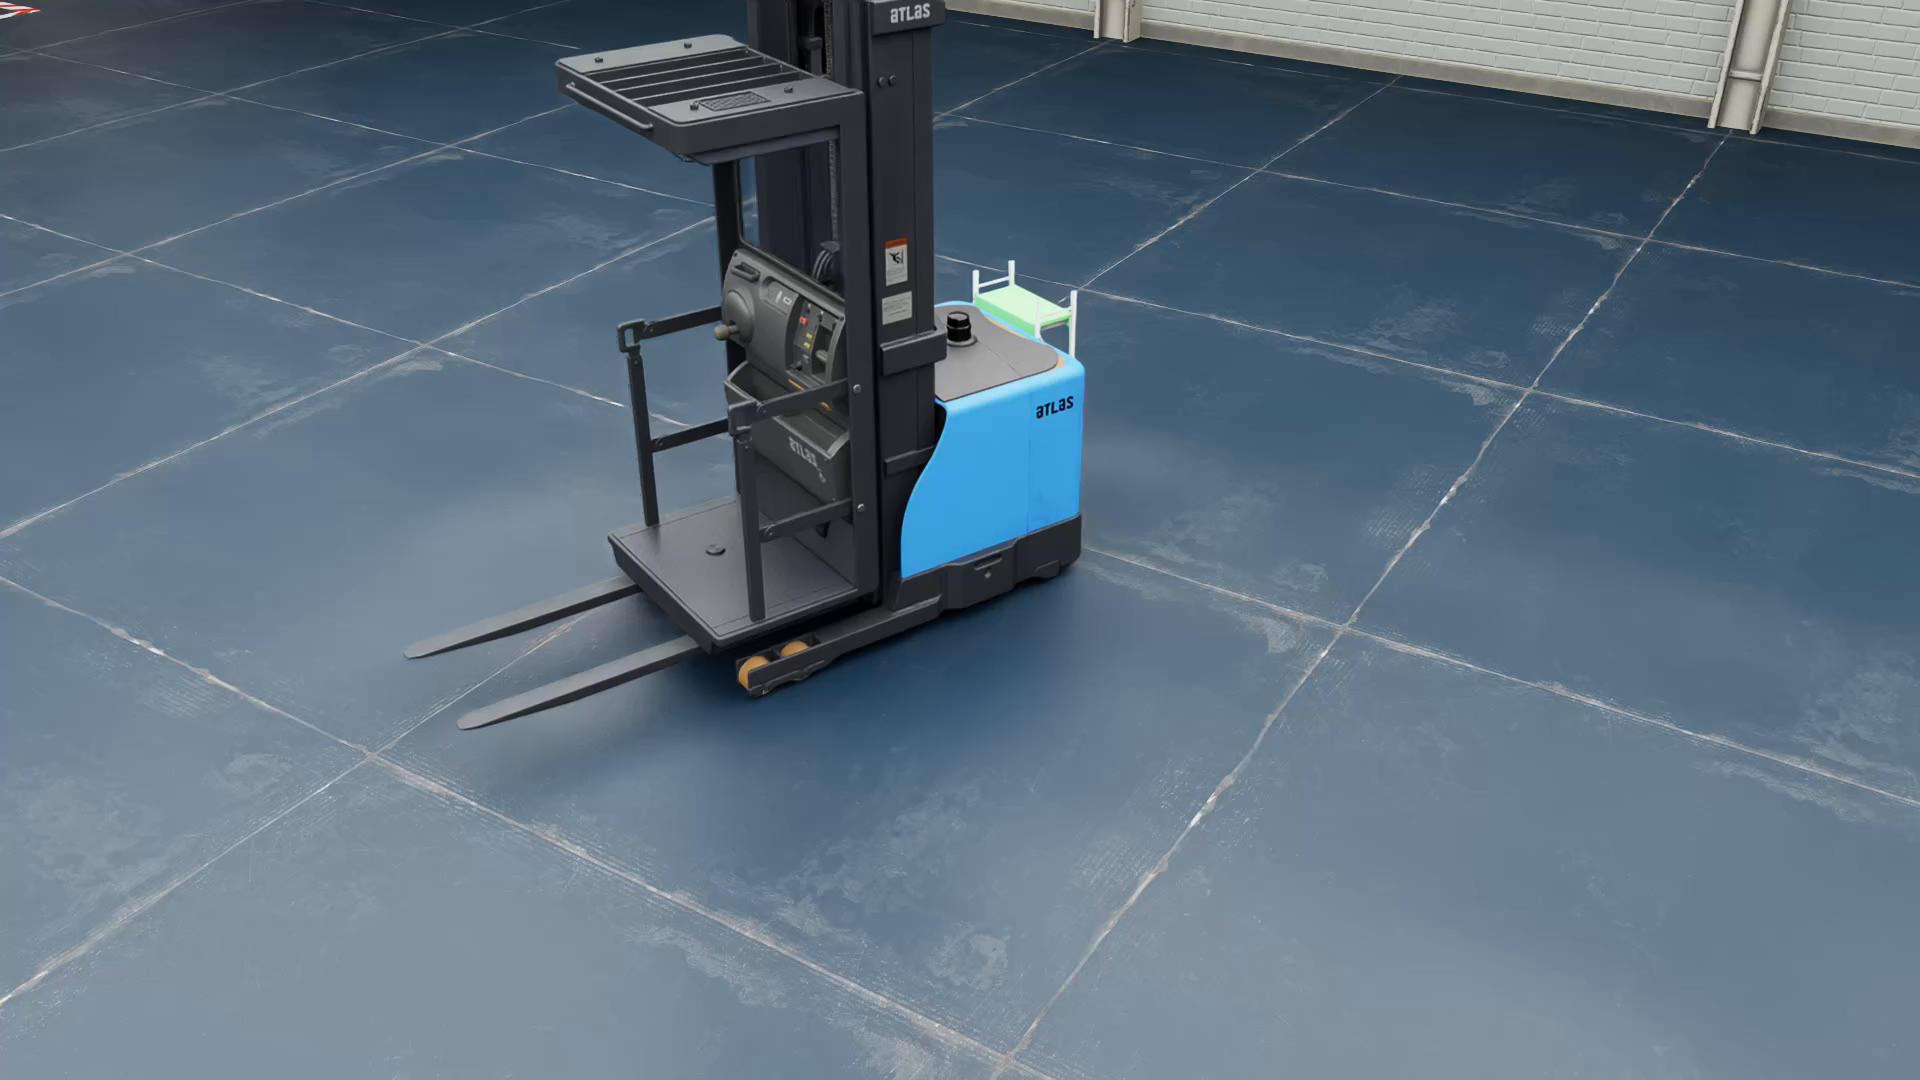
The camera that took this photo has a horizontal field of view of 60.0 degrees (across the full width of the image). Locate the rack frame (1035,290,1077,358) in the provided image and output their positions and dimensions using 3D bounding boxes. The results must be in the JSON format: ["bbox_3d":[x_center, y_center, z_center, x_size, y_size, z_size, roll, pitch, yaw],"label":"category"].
[{"bbox_3d":[0.452,-0.630,8.140,0.240,1.200,0.015,-20,36,-30],"label":"rack frame"}]

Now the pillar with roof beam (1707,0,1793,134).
[{"bbox_3d":[4.415,-5.628,8.967,0.400,9.000,9.100,18,35,27],"label":"pillar with roof beam"}]

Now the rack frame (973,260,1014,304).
[{"bbox_3d":[0.167,-0.830,8.481,0.240,1.200,0.015,-20,36,-30],"label":"rack frame"}]

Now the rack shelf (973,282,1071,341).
[{"bbox_3d":[0.310,-1.089,8.101,0.258,0.148,0.480,-20,36,-30],"label":"rack shelf"}]

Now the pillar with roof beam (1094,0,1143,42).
[{"bbox_3d":[-0.667,-7.235,11.722,0.400,9.000,9.100,18,35,27],"label":"pillar with roof beam"}]

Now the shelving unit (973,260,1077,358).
[{"bbox_3d":[0.310,-0.730,8.311,0.258,1.200,0.503,-20,36,-30],"label":"shelving unit"}]

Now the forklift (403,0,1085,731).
[{"bbox_3d":[-0.918,-0.905,6.892,3.031,2.935,1.130,-20,36,-30],"label":"forklift"}]
